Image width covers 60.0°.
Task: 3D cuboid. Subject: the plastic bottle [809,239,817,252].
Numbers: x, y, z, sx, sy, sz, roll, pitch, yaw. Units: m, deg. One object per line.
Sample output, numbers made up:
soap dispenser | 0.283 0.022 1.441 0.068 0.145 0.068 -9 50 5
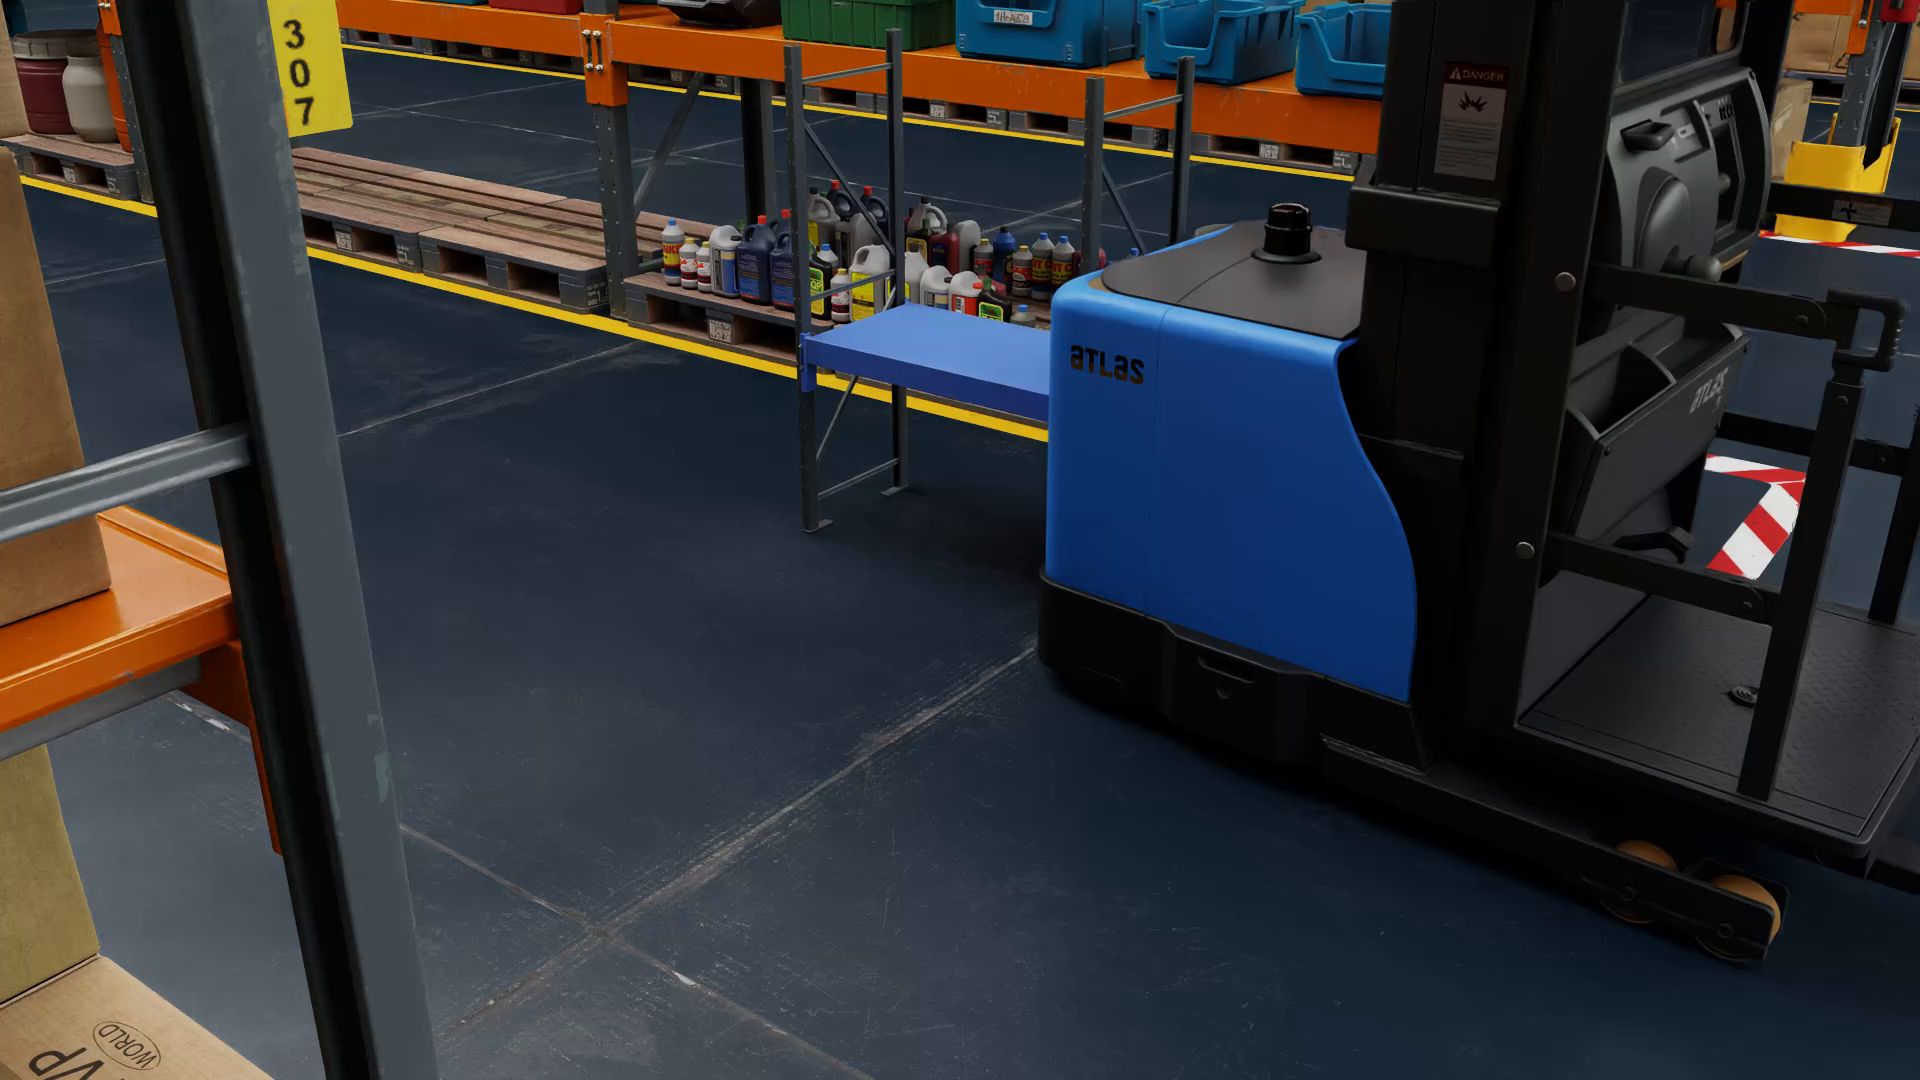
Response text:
plastic bottle | -0.648 -1.149 6.976 0.097 0.271 0.097 0 24 0

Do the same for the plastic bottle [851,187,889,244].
plastic bottle | -0.392 -1.401 7.450 0.185 0.351 0.144 15 28 31

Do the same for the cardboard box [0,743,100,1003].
cardboard box | -1.703 0.444 2.481 0.500 0.500 0.500 17 29 33

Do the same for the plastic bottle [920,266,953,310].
plastic bottle | -0.062 -0.915 6.439 0.135 0.276 0.152 16 28 32

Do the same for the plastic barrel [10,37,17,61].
plastic barrel | -6.245 -3.036 10.985 0.421 0.512 0.421 0 24 0

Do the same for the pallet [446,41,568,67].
pallet | -4.002 -4.616 15.464 1.213 0.211 1.003 17 29 33

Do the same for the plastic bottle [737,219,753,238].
plastic bottle | -0.903 -1.226 7.137 0.133 0.283 0.061 17 29 33

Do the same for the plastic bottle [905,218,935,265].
plastic bottle | -0.174 -1.253 7.197 0.133 0.283 0.061 17 29 33

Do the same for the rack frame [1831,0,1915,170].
rack frame | 4.938 -3.152 8.684 0.127 3.000 1.000 17 29 33

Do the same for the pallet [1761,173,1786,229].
pallet | 4.248 -2.102 9.760 1.213 0.211 1.003 17 29 33

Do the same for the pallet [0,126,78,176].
pallet | -6.062 -2.685 11.082 1.213 0.211 1.003 17 29 33

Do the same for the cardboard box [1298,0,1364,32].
cardboard box | 3.472 -5.214 15.632 0.750 0.750 1.050 17 29 33

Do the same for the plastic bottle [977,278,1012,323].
plastic bottle | 0.130 -0.838 6.254 0.133 0.283 0.061 18 29 35

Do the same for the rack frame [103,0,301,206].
rack frame | -4.434 -3.489 9.448 0.127 3.000 1.000 17 29 33

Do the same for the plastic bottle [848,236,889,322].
plastic bottle | -0.345 -1.033 6.614 0.185 0.351 0.144 17 29 33

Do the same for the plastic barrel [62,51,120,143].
plastic barrel | -5.341 -2.763 10.365 0.421 0.512 0.421 0 24 0

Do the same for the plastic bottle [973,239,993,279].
plastic bottle | 0.105 -1.195 7.166 0.097 0.201 0.097 0 24 0

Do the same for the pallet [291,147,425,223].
pallet | -3.838 -2.013 9.557 1.213 0.211 1.003 17 29 33

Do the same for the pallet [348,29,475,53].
pallet | -5.226 -4.987 16.307 1.213 0.211 1.003 17 29 33

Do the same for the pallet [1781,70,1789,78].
pallet | 6.335 -3.915 13.875 1.213 0.211 1.003 17 29 33

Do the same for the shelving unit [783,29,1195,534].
shelving unit | 0.068 -0.666 4.901 1.048 1.500 0.538 17 29 33

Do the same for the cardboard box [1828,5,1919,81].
cardboard box | 7.411 -4.091 12.928 0.875 0.875 0.875 17 29 34

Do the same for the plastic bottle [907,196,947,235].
plastic bottle | -0.133 -1.323 7.273 0.185 0.351 0.144 17 29 33

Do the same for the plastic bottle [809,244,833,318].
plastic bottle | -0.578 -1.052 6.740 0.133 0.283 0.061 18 30 36

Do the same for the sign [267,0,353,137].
sign | -0.669 -0.567 1.645 0.005 0.325 0.100 17 29 33

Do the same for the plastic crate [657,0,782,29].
plastic crate | -0.891 -2.325 6.885 0.504 0.338 0.767 17 29 33

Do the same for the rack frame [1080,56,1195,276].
rack frame | 0.475 -0.543 4.622 0.032 1.500 0.500 17 29 33

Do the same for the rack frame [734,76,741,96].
rack frame | -1.464 -5.087 13.075 0.127 3.000 1.000 17 29 33

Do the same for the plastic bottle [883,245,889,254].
plastic bottle | -0.276 -1.053 6.752 0.135 0.276 0.152 17 29 33

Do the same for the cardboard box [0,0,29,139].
cardboard box | -1.191 -0.464 1.654 0.250 0.149 0.380 17 29 33

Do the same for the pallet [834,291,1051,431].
pallet | 0.259 -0.775 6.747 1.213 0.211 1.003 17 29 33

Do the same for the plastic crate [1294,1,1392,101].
plastic crate | 1.387 -1.511 5.143 0.616 0.251 0.499 17 29 33

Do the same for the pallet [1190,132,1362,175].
pallet | 2.296 -2.692 11.099 1.213 0.211 1.003 17 29 33

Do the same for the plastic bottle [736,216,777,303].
plastic bottle | -0.836 -1.182 6.951 0.185 0.351 0.144 18 29 35

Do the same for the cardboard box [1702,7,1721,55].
cardboard box | 5.978 -4.524 13.911 0.875 0.875 0.875 17 29 34

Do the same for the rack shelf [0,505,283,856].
rack shelf | -2.607 -0.111 2.675 4.000 0.370 1.077 17 29 33

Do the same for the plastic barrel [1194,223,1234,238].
plastic barrel | 0.994 -0.864 6.055 0.421 0.512 0.421 0 24 0

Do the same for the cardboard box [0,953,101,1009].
cardboard box | -1.704 0.788 2.631 0.500 0.250 0.500 17 29 33

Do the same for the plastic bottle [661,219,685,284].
plastic bottle | -1.241 -1.256 7.218 0.097 0.271 0.097 0 24 0

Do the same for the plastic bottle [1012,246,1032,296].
plastic bottle | 0.270 -1.145 7.053 0.097 0.201 0.097 0 24 0

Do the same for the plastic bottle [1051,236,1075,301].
plastic bottle | 0.429 -1.129 6.930 0.097 0.271 0.097 0 24 0

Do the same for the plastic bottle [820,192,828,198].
plastic bottle | -0.651 -1.470 7.689 0.133 0.283 0.061 19 30 36

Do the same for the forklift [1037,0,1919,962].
forklift | 1.658 -0.738 3.291 3.031 2.935 1.130 19 30 36

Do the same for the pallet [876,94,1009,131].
pallet | 0.133 -3.326 12.537 1.213 0.211 1.003 17 29 33

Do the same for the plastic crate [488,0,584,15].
plastic crate | -1.804 -2.569 7.281 0.583 0.464 0.402 17 29 33

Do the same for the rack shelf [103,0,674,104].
rack shelf | -2.834 -2.676 8.495 4.000 0.370 1.077 17 29 33

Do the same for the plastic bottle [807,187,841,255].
plastic bottle | -0.632 -1.401 7.450 0.185 0.351 0.144 17 29 33

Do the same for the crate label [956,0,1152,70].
crate label | 0.332 -1.928 5.862 0.616 0.435 0.502 17 29 33

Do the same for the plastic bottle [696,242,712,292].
plastic bottle | -1.079 -1.175 7.121 0.097 0.201 0.097 0 24 0

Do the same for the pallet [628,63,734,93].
pallet | -2.049 -4.026 14.125 1.213 0.211 1.003 17 29 33

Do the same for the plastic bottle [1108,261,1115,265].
plastic bottle | 0.621 -1.039 6.813 0.097 0.201 0.097 0 24 0
